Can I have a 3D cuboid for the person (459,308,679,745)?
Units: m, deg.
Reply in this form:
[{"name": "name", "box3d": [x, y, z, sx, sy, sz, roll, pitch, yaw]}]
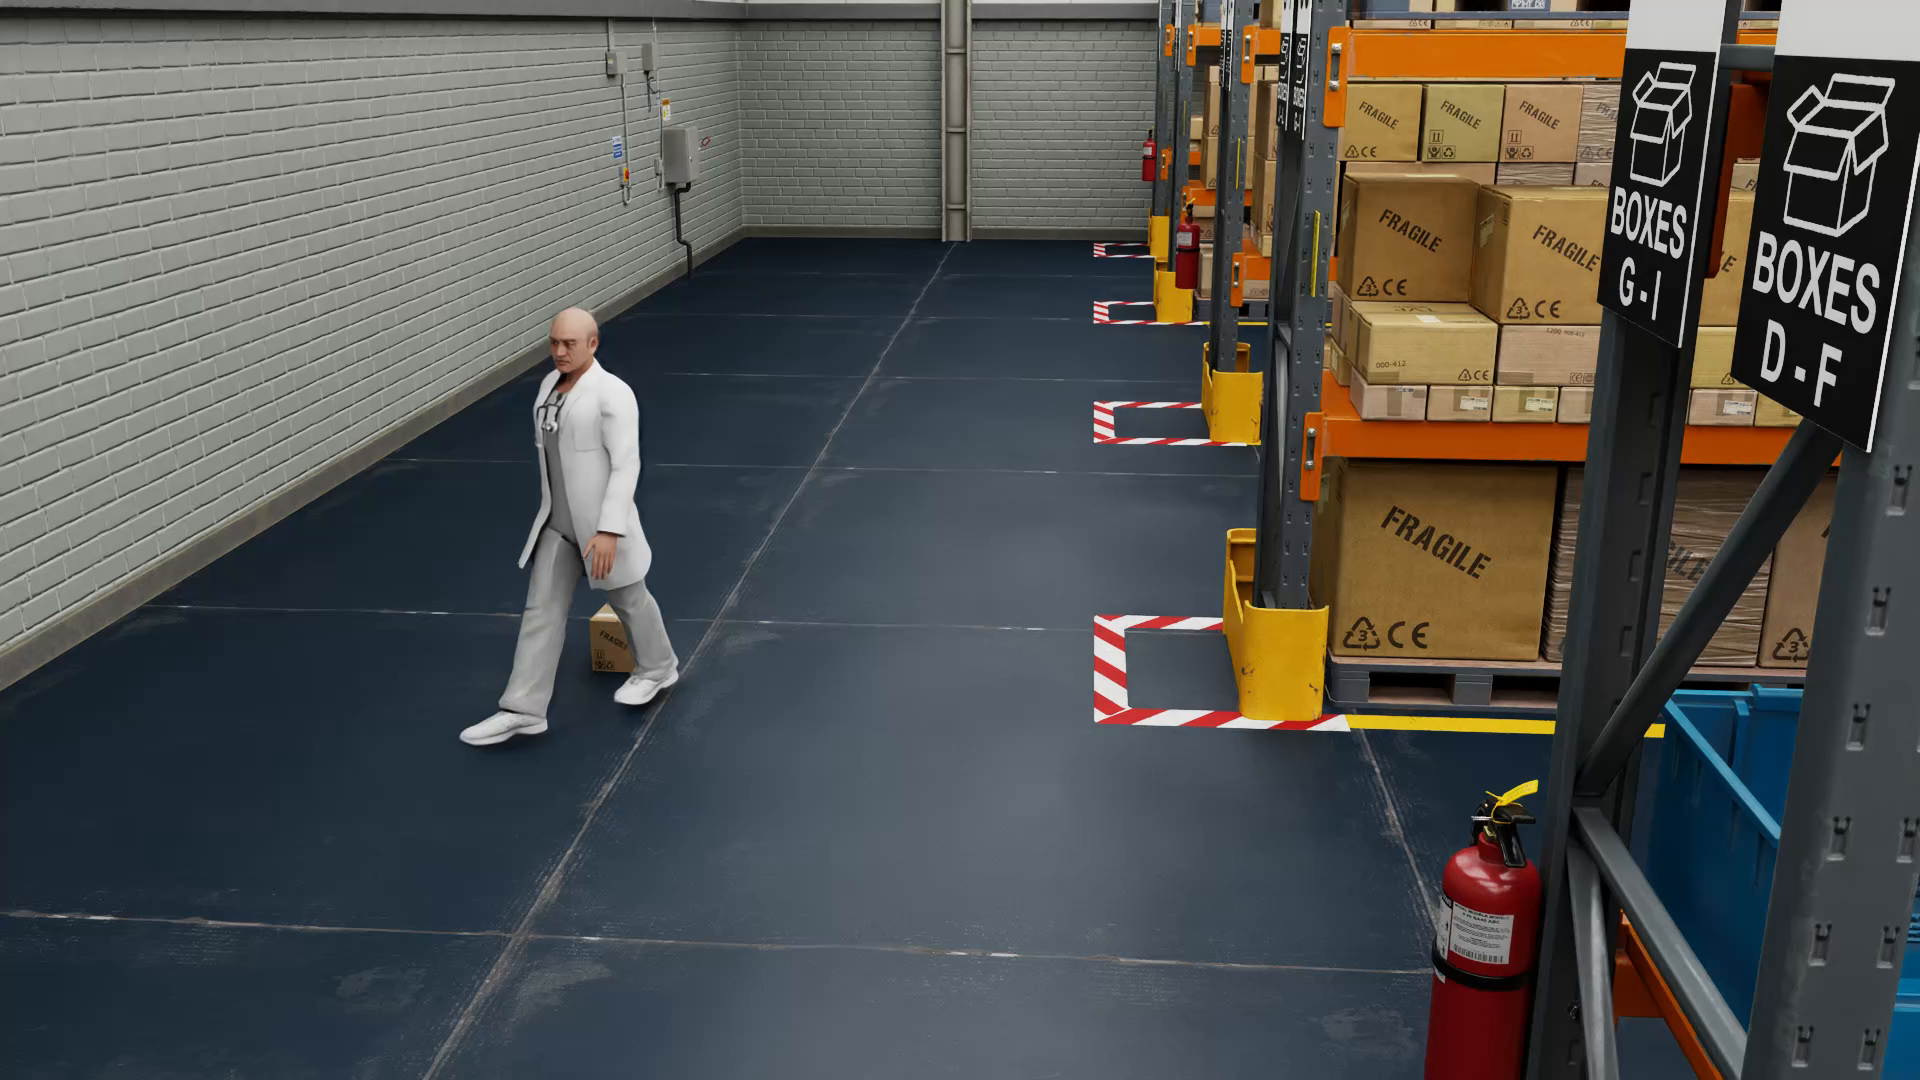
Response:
[{"name": "person", "box3d": [-1.559, -0.066, 6.726, 0.652, 1.731, 1.050, 11, 20, 32]}]
